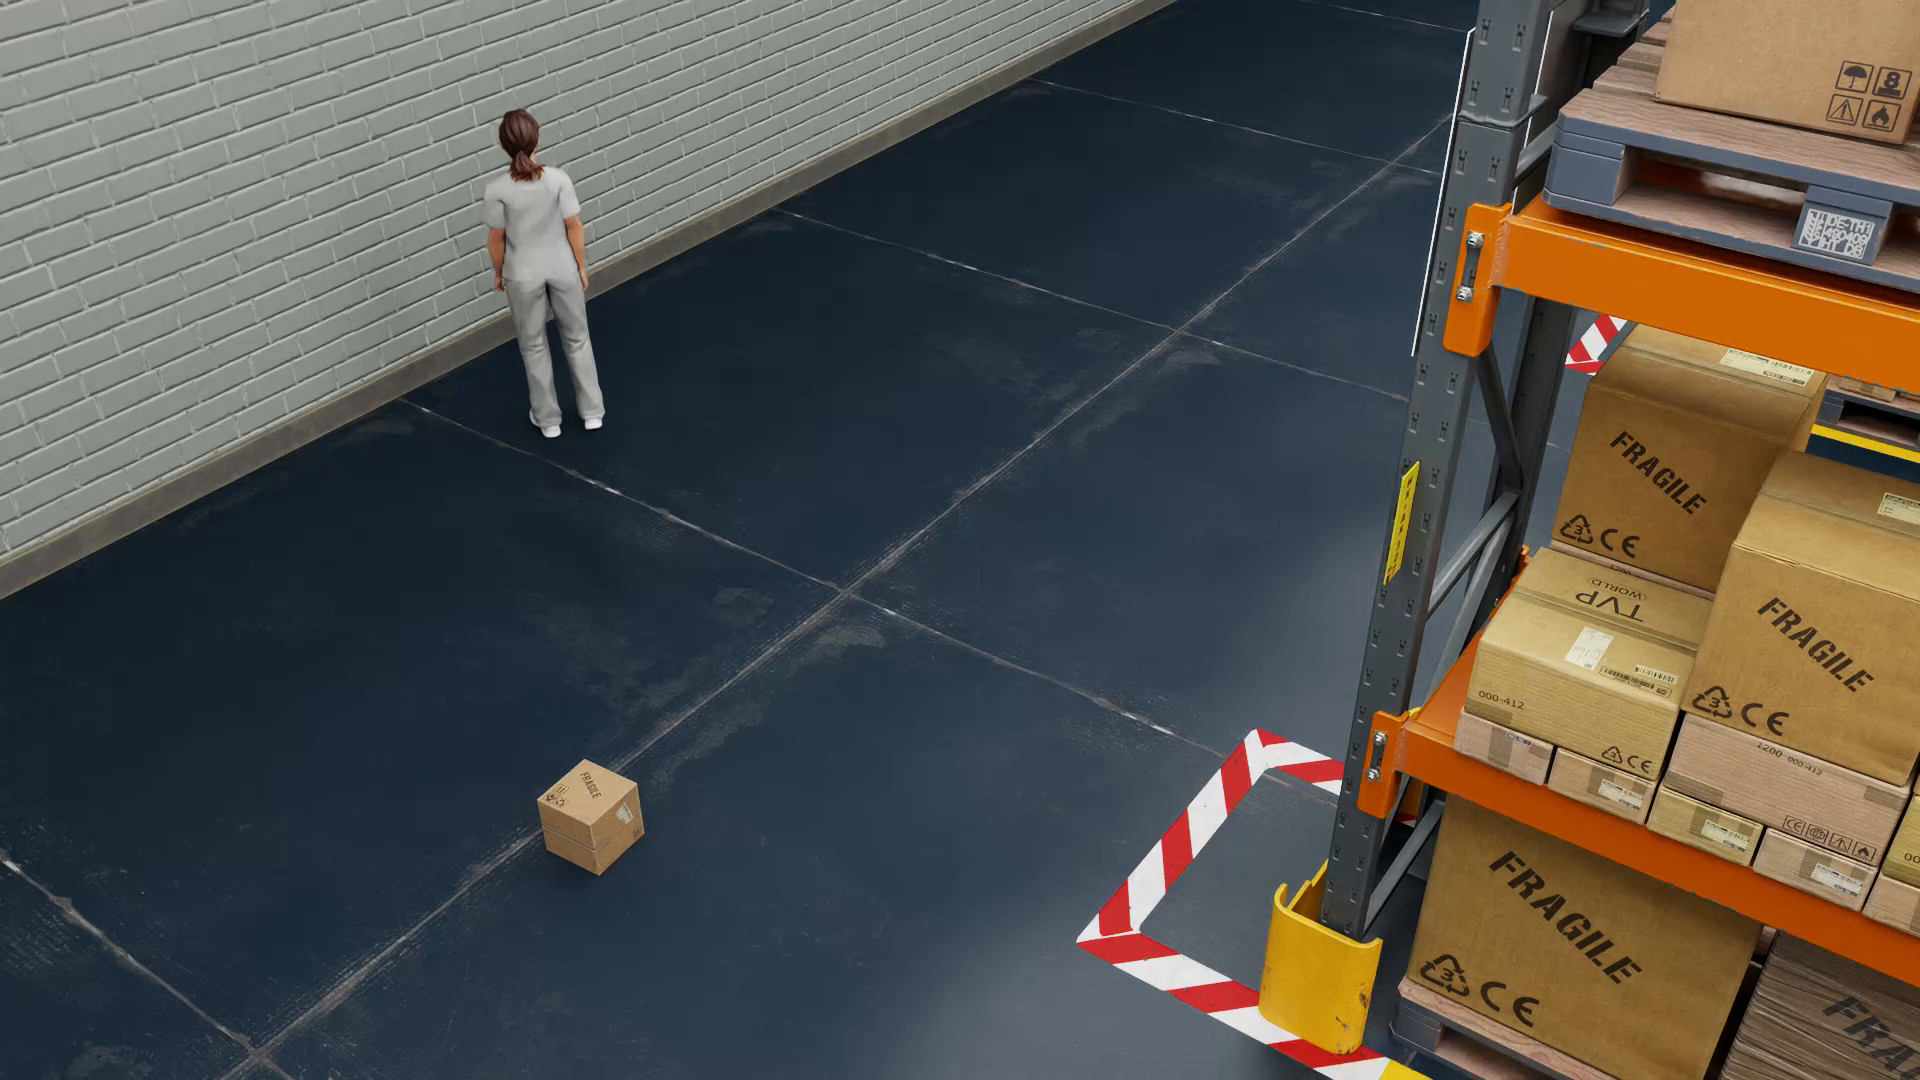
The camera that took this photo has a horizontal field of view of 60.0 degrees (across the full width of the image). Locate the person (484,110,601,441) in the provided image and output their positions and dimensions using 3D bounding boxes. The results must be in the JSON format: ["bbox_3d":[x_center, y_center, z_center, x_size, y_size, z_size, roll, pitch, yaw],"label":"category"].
[{"bbox_3d":[-1.996,-1.244,7.944,0.435,1.677,0.401,-14,37,-19],"label":"person"}]
